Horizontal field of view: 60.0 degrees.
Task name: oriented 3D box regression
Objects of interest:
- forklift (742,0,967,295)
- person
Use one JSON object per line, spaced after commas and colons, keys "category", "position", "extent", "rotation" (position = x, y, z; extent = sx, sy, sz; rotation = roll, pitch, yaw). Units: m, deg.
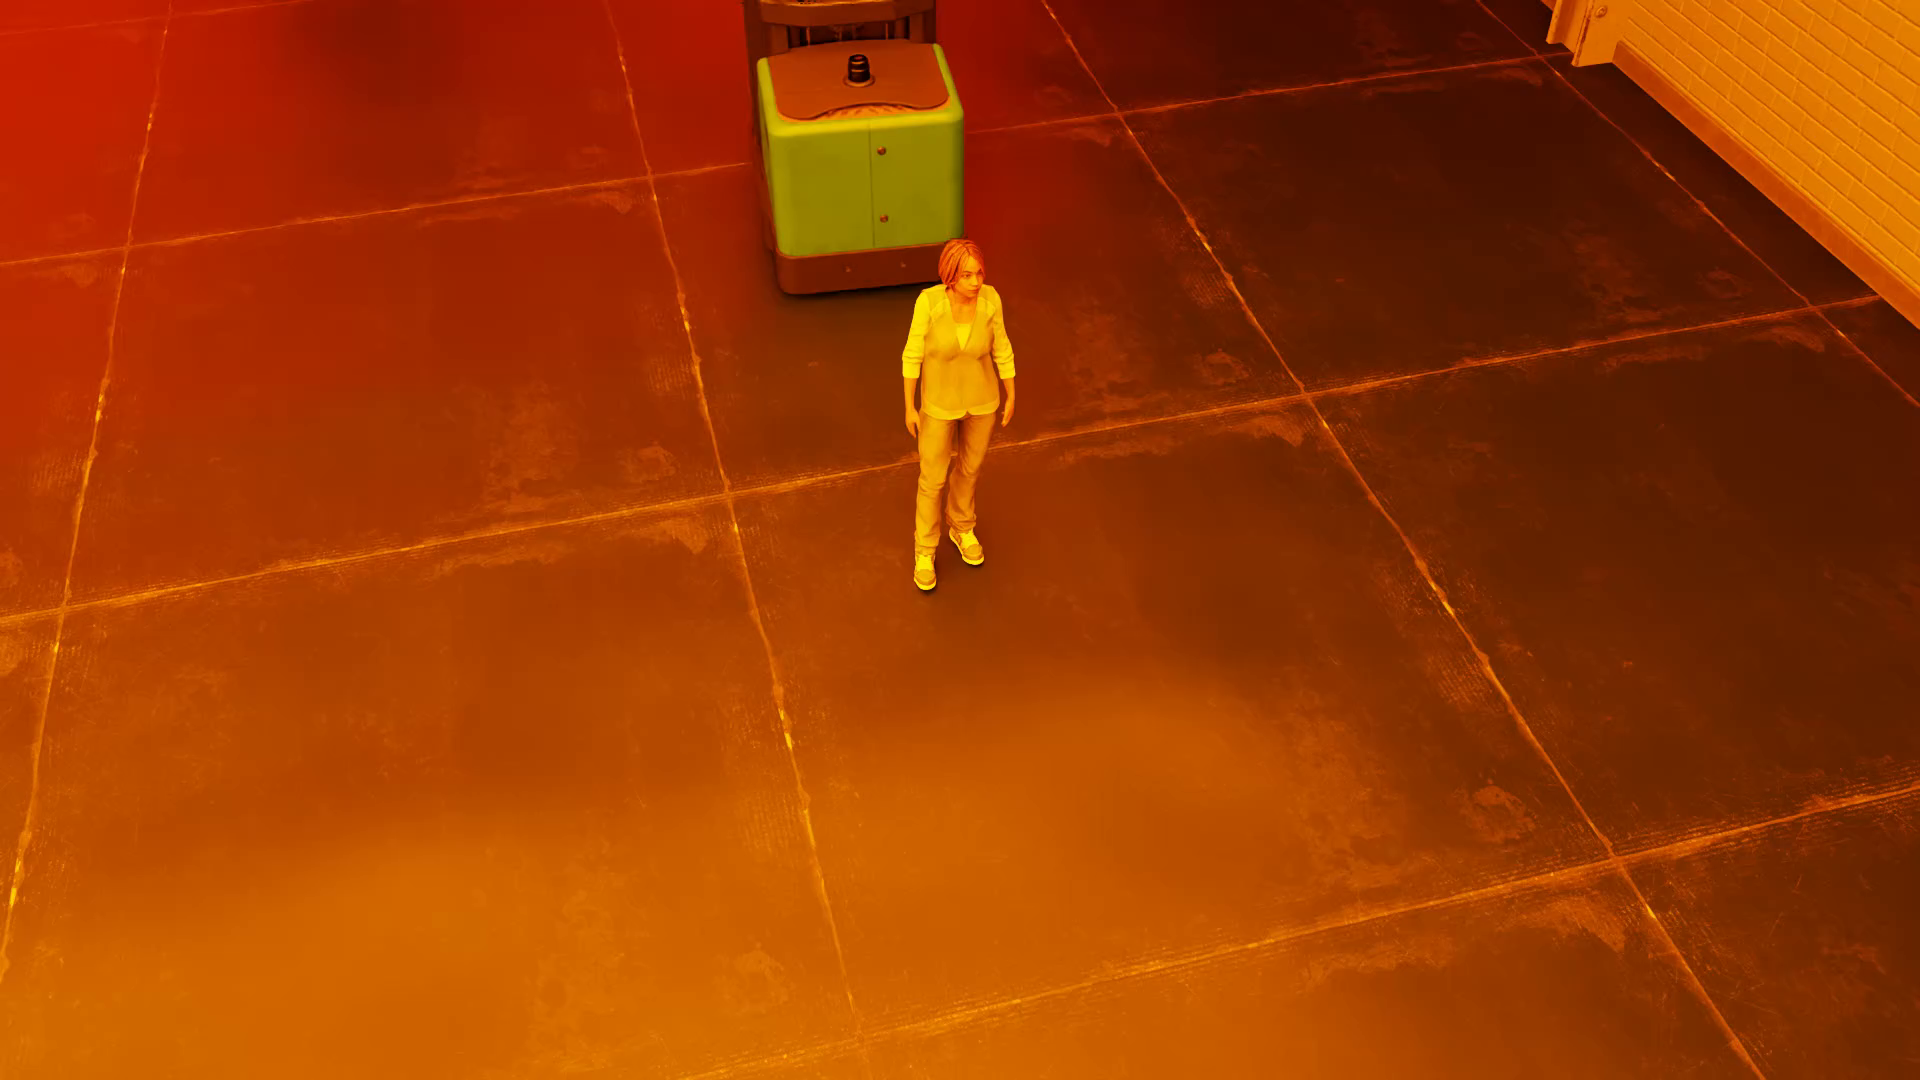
{"category": "forklift", "position": [-0.718, -3.429, 9.273], "extent": [1.130, 2.935, 3.031], "rotation": [-7, 44, -7]}
{"category": "person", "position": [0.006, -0.533, 7.171], "extent": [0.521, 1.599, 0.473], "rotation": [-10, 44, -11]}
